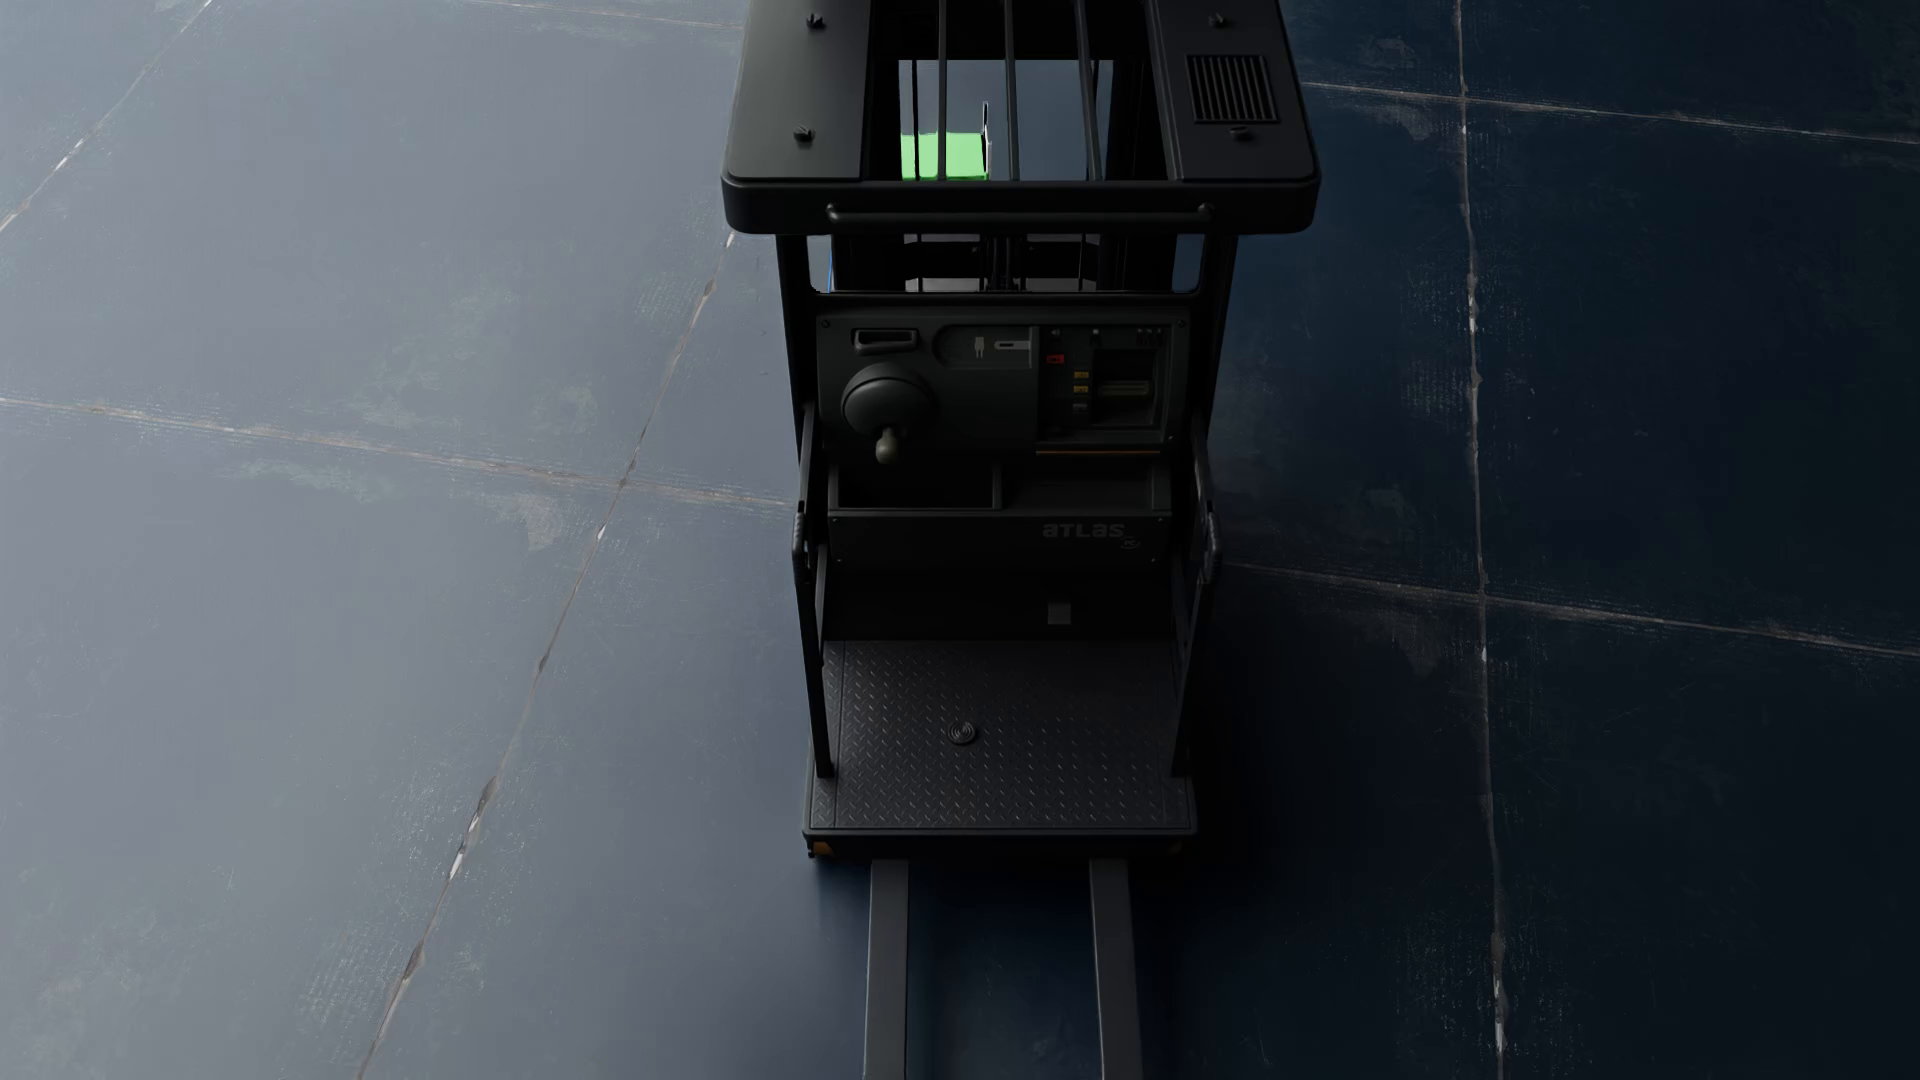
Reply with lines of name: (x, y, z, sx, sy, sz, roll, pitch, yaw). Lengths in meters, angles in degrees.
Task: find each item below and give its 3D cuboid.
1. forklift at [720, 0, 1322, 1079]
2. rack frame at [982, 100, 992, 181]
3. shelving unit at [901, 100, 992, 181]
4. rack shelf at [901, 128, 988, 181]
forklift: (0.110, -0.289, 4.039, 1.130, 2.935, 3.031, 0, 48, 0)
rack frame: (0.088, -0.947, 5.794, 0.015, 1.200, 0.240, -2, 48, -2)
shelving unit: (-0.155, -0.938, 5.787, 0.503, 1.200, 0.258, -2, 48, -2)
rack shelf: (-0.155, -1.216, 5.477, 0.480, 0.148, 0.258, -2, 48, -2)
